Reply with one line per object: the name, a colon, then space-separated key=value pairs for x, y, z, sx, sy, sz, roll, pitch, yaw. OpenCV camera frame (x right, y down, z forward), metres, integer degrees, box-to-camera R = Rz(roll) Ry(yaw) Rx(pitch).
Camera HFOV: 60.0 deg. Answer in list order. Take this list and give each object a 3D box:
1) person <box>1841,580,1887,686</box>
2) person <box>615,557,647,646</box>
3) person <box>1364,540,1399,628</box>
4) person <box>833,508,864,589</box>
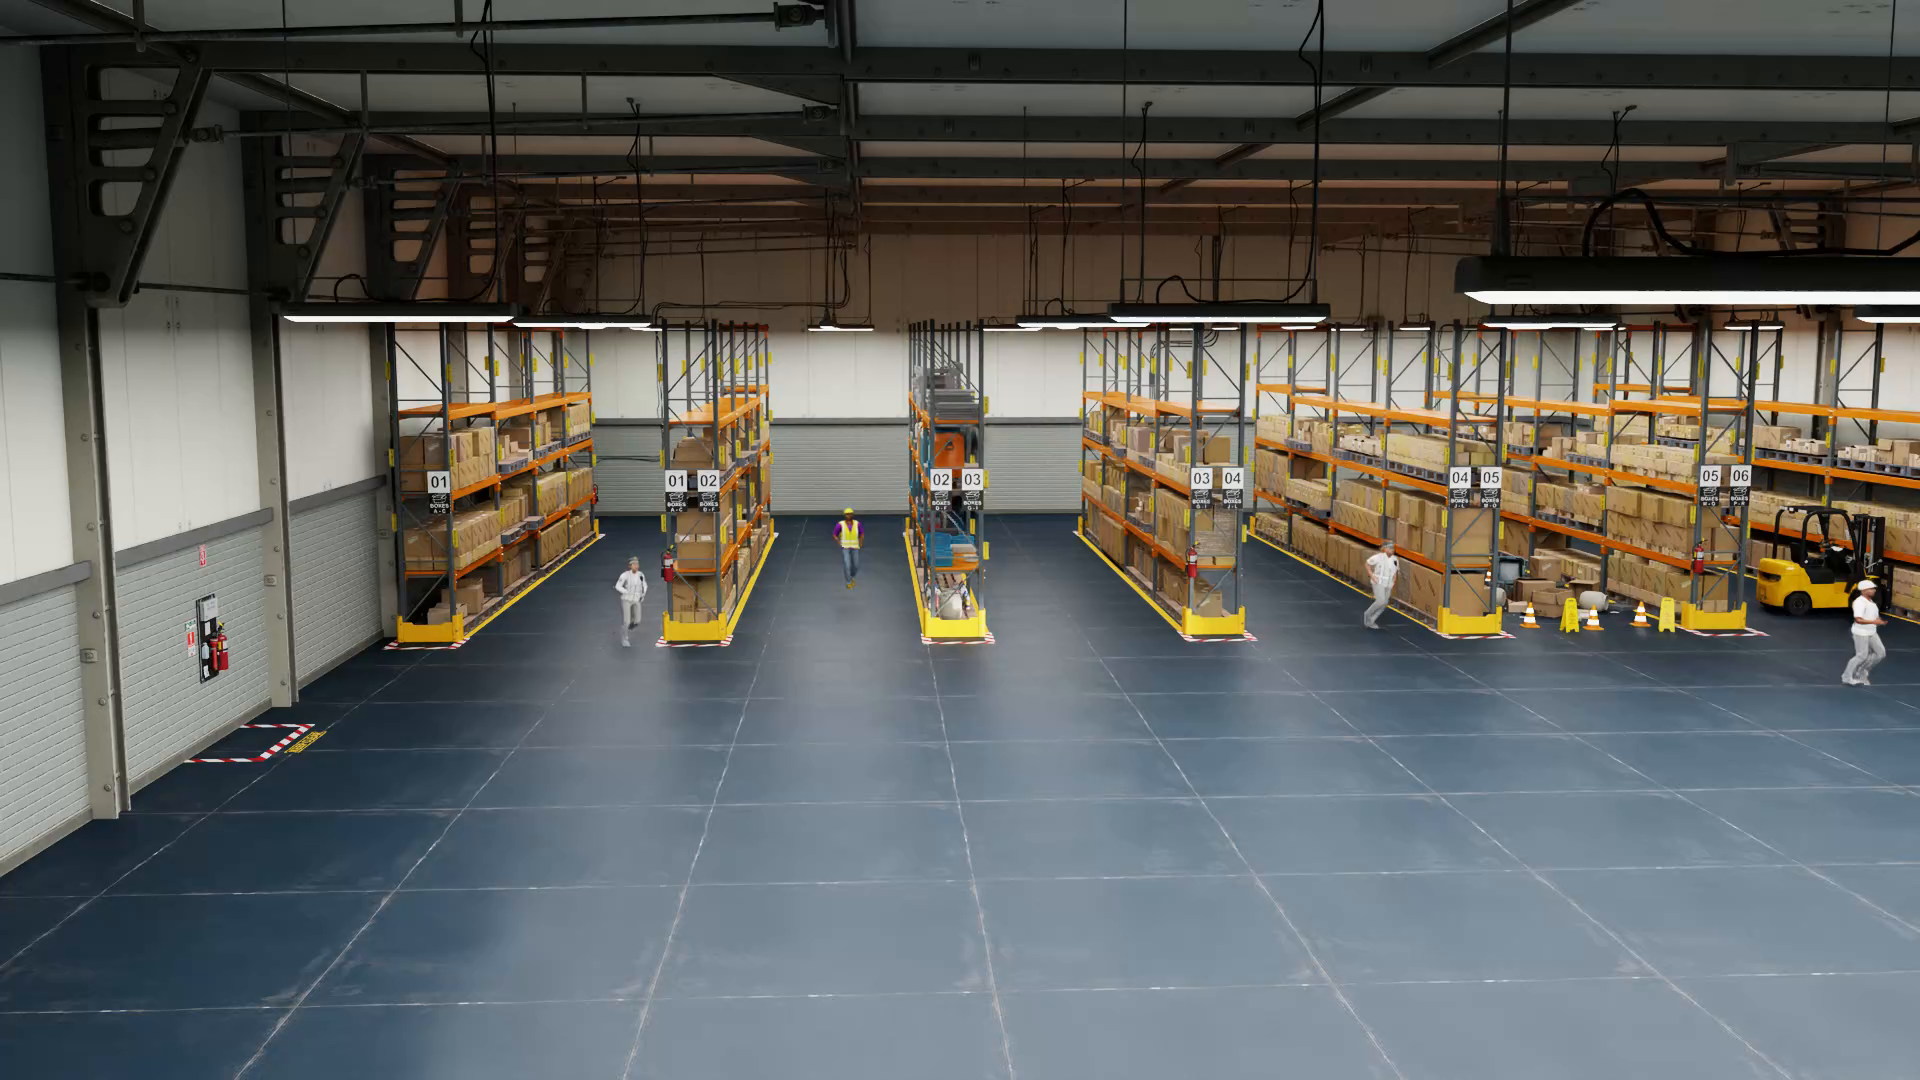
person: x=14.749 y=1.526 z=27.021 sx=0.664 sy=1.759 sz=0.687 roll=-6 pitch=9 yaw=-40
person: x=-6.037 y=1.126 z=30.724 sx=0.637 sy=1.650 sz=0.577 roll=-4 pitch=8 yaw=-30
person: x=8.277 y=0.860 z=32.447 sx=0.673 sy=1.723 sz=0.582 roll=-3 pitch=8 yaw=-22
person: x=-2.366 y=0.182 z=35.612 sx=0.696 sy=1.735 sz=0.557 roll=-2 pitch=7 yaw=-14
